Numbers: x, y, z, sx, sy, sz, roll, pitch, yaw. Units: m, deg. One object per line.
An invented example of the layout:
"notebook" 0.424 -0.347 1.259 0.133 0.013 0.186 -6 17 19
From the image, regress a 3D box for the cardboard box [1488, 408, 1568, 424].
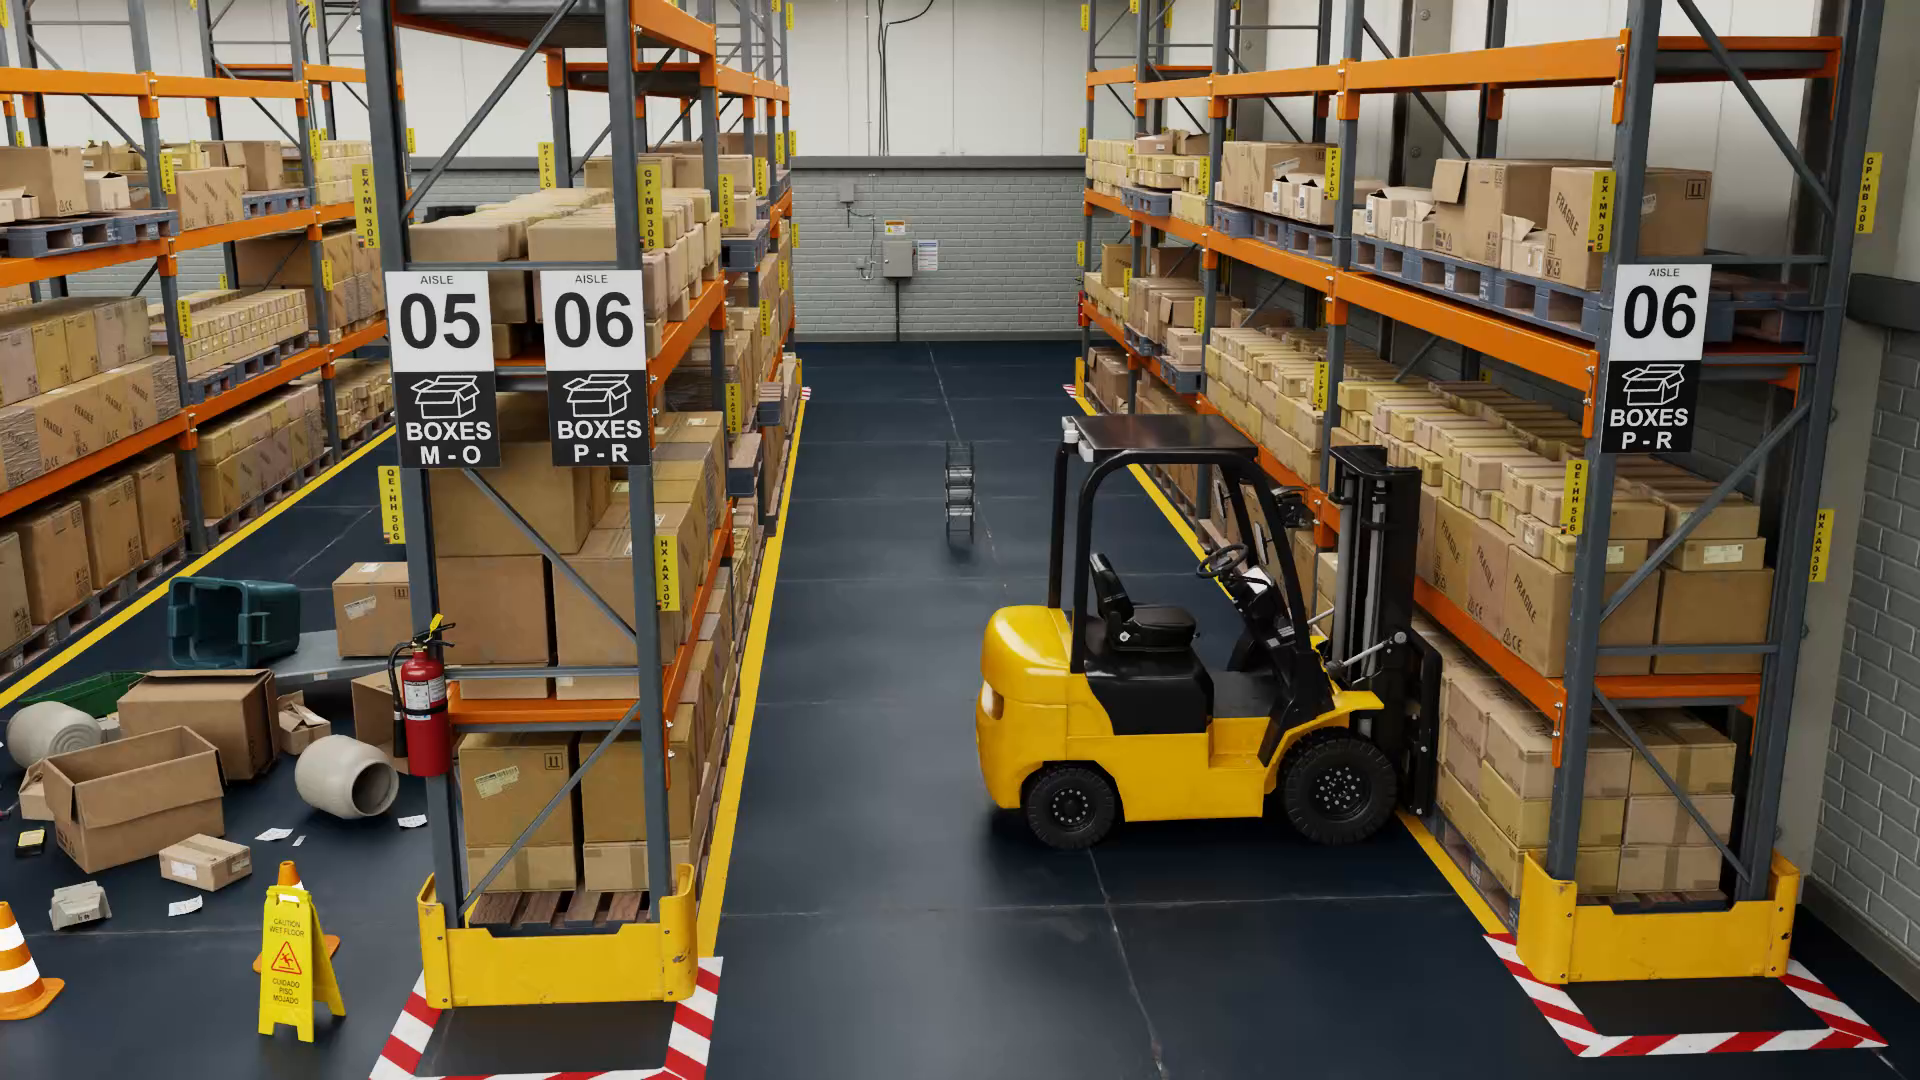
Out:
"cardboard box" 3.335 -0.683 9.785 0.380 0.149 0.250 -1 14 -4

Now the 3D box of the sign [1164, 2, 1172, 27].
"sign" 2.747 -6.928 21.925 0.100 0.325 0.005 -1 14 -3

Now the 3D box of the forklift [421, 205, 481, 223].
"forklift" -4.650 -1.655 15.799 1.130 2.935 3.031 -1 14 -3

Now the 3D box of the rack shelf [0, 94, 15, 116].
"rack shelf" -12.529 -5.126 19.358 1.077 0.370 4.000 -1 14 -3

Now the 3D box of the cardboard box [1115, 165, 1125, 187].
"cardboard box" 2.117 -4.265 19.490 0.500 0.250 0.500 -1 14 -5

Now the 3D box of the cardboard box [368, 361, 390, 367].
"cardboard box" -7.452 -2.231 21.585 0.380 0.149 0.250 -1 14 -2

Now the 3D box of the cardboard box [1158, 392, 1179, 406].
"cardboard box" 2.349 -1.510 17.970 0.380 0.149 0.250 -1 14 -4

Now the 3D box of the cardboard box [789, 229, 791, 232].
"cardboard box" -2.494 -3.829 21.905 0.500 0.500 0.500 0 14 -2

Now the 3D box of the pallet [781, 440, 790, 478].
"pallet" -2.391 -0.877 18.234 1.003 0.211 1.213 -1 14 -3

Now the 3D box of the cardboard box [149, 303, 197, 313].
"cardboard box" -7.802 -2.260 16.480 0.380 0.149 0.250 0 14 -1

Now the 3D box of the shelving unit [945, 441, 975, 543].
"shelving unit" -0.001 -0.438 15.146 0.258 0.900 0.210 -1 14 -3

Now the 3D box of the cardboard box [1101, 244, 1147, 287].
"cardboard box" 2.044 -3.435 20.779 0.500 0.500 0.500 -1 14 -2

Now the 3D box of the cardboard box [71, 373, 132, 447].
"cardboard box" -6.844 -1.014 12.969 0.500 0.500 0.500 -1 14 -4

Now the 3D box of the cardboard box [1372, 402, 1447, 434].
"cardboard box" 2.704 -0.736 9.992 0.380 0.149 0.250 -1 14 -2

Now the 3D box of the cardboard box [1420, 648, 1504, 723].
"cardboard box" 2.765 0.771 8.902 0.500 0.250 0.500 -1 14 -3

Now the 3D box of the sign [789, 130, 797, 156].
"sign" -2.220 -5.261 22.039 0.100 0.325 0.005 -1 14 -3

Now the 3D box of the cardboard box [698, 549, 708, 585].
"cardboard box" -1.590 0.149 9.156 0.380 0.149 0.250 -1 14 -3

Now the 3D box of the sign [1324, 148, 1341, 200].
"sign" 2.394 -2.351 10.677 0.100 0.325 0.005 -1 14 -3

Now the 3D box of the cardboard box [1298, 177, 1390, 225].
"cardboard box" 2.647 -2.343 11.454 0.500 0.311 0.500 -1 14 -5

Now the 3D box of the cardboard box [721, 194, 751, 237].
"cardboard box" -1.655 -2.163 11.076 0.500 0.250 0.500 -1 14 -5

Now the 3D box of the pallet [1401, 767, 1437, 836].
"pallet" 3.022 1.347 9.590 1.003 0.211 1.213 -1 14 -3

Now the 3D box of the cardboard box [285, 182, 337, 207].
"cardboard box" -7.214 -3.816 18.341 0.500 0.250 0.500 0 14 -1

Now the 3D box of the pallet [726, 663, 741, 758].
"pallet" -1.942 1.089 10.595 1.003 0.211 1.213 -1 14 -3

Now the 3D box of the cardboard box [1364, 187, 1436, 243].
"cardboard box" 2.744 -1.957 9.950 0.500 0.311 0.500 -1 14 -2

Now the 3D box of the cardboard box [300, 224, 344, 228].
"cardboard box" -7.886 -3.617 20.484 0.500 0.500 0.500 -1 14 -5

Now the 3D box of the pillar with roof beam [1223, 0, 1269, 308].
"pillar with roof beam" -1.001 -5.521 18.650 9.100 9.000 0.400 -1 14 -3

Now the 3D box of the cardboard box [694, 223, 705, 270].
"cardboard box" -1.673 -1.594 9.110 0.500 0.250 0.500 -1 14 -4

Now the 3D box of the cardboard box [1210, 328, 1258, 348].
"cardboard box" 2.413 -1.779 14.644 0.380 0.149 0.250 0 14 -2

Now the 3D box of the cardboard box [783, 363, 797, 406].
"cardboard box" -2.556 -1.985 21.245 0.875 0.438 0.875 0 14 -2

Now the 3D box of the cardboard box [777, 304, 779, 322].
"cardboard box" -2.244 -2.481 18.172 0.500 0.250 0.500 -1 14 -3

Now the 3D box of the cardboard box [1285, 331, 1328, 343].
"cardboard box" 3.037 -1.722 14.421 0.380 0.149 0.250 -1 14 -2

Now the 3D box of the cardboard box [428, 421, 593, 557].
"cardboard box" -2.020 -0.234 7.335 0.700 0.500 0.500 -1 14 -5

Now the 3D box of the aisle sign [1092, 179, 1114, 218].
"aisle sign" 1.895 -4.762 22.520 0.394 0.787 0.004 -1 14 -3

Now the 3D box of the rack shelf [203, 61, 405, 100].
"rack shelf" -7.572 -5.369 19.509 1.077 0.370 4.000 -1 14 -3

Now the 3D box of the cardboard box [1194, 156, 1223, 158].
"cardboard box" 2.635 -3.893 17.206 0.380 0.149 0.250 -1 14 -5

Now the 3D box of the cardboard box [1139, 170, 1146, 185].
"cardboard box" 2.087 -3.807 17.468 0.380 0.149 0.250 -1 14 -3

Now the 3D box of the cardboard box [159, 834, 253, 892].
"cardboard box" -3.868 1.653 8.529 0.380 0.149 0.250 7 16 26

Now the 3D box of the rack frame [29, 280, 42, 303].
"rack frame" -12.653 -3.260 21.899 1.000 3.000 0.127 -1 14 -3

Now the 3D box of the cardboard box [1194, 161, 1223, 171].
"cardboard box" 2.420 -3.495 15.698 0.380 0.149 0.250 -1 14 -4

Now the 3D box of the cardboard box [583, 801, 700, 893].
"cardboard box" -1.545 1.490 8.115 0.500 0.250 0.500 -1 14 -4

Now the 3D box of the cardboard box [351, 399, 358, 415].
"cardboard box" -7.322 -1.567 19.602 0.380 0.149 0.250 -2 15 -6

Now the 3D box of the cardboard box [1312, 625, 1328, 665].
"cardboard box" 2.635 0.748 10.999 0.500 0.250 0.500 -1 14 -3

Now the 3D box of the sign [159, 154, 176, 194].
"sign" -6.646 -3.069 13.944 0.100 0.325 0.005 -1 14 -3

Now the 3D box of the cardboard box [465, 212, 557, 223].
"cardboard box" -2.062 -1.422 7.641 0.380 0.149 0.250 -1 14 -3

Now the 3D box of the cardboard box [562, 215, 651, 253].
"cardboard box" -1.575 -1.368 7.430 0.380 0.149 0.250 -1 14 -3

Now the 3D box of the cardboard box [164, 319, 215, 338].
"cardboard box" -7.066 -1.937 15.227 0.380 0.149 0.250 -1 14 -4

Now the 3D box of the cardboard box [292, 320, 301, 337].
"cardboard box" -7.209 -2.238 17.589 0.380 0.149 0.250 -1 14 -3

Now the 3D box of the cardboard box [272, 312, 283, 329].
"cardboard box" -7.175 -2.251 17.043 0.380 0.149 0.250 -1 14 -5

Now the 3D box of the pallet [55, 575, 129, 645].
"pallet" -7.154 0.529 12.771 1.003 0.211 1.213 -1 14 -3

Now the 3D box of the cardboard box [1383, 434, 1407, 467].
"cardboard box" 2.710 -0.529 9.782 0.380 0.149 0.250 -1 14 -4

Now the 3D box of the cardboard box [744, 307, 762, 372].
"cardboard box" -1.961 -1.710 14.237 0.500 0.500 0.500 -1 14 -5

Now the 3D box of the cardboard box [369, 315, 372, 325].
"cardboard box" -7.332 -2.663 20.084 0.380 0.149 0.250 0 14 -1

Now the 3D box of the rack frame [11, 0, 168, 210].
"rack frame" -7.201 -4.227 13.619 1.000 3.000 0.127 -1 14 -3

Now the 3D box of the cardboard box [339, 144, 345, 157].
"cardboard box" -7.287 -4.467 19.069 0.380 0.149 0.250 -1 14 -5

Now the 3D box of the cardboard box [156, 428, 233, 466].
"cardboard box" -7.002 -0.853 15.213 0.500 0.250 0.500 -2 15 -6

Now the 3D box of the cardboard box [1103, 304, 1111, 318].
"cardboard box" 2.005 -2.896 20.991 0.380 0.149 0.250 -1 14 -2
